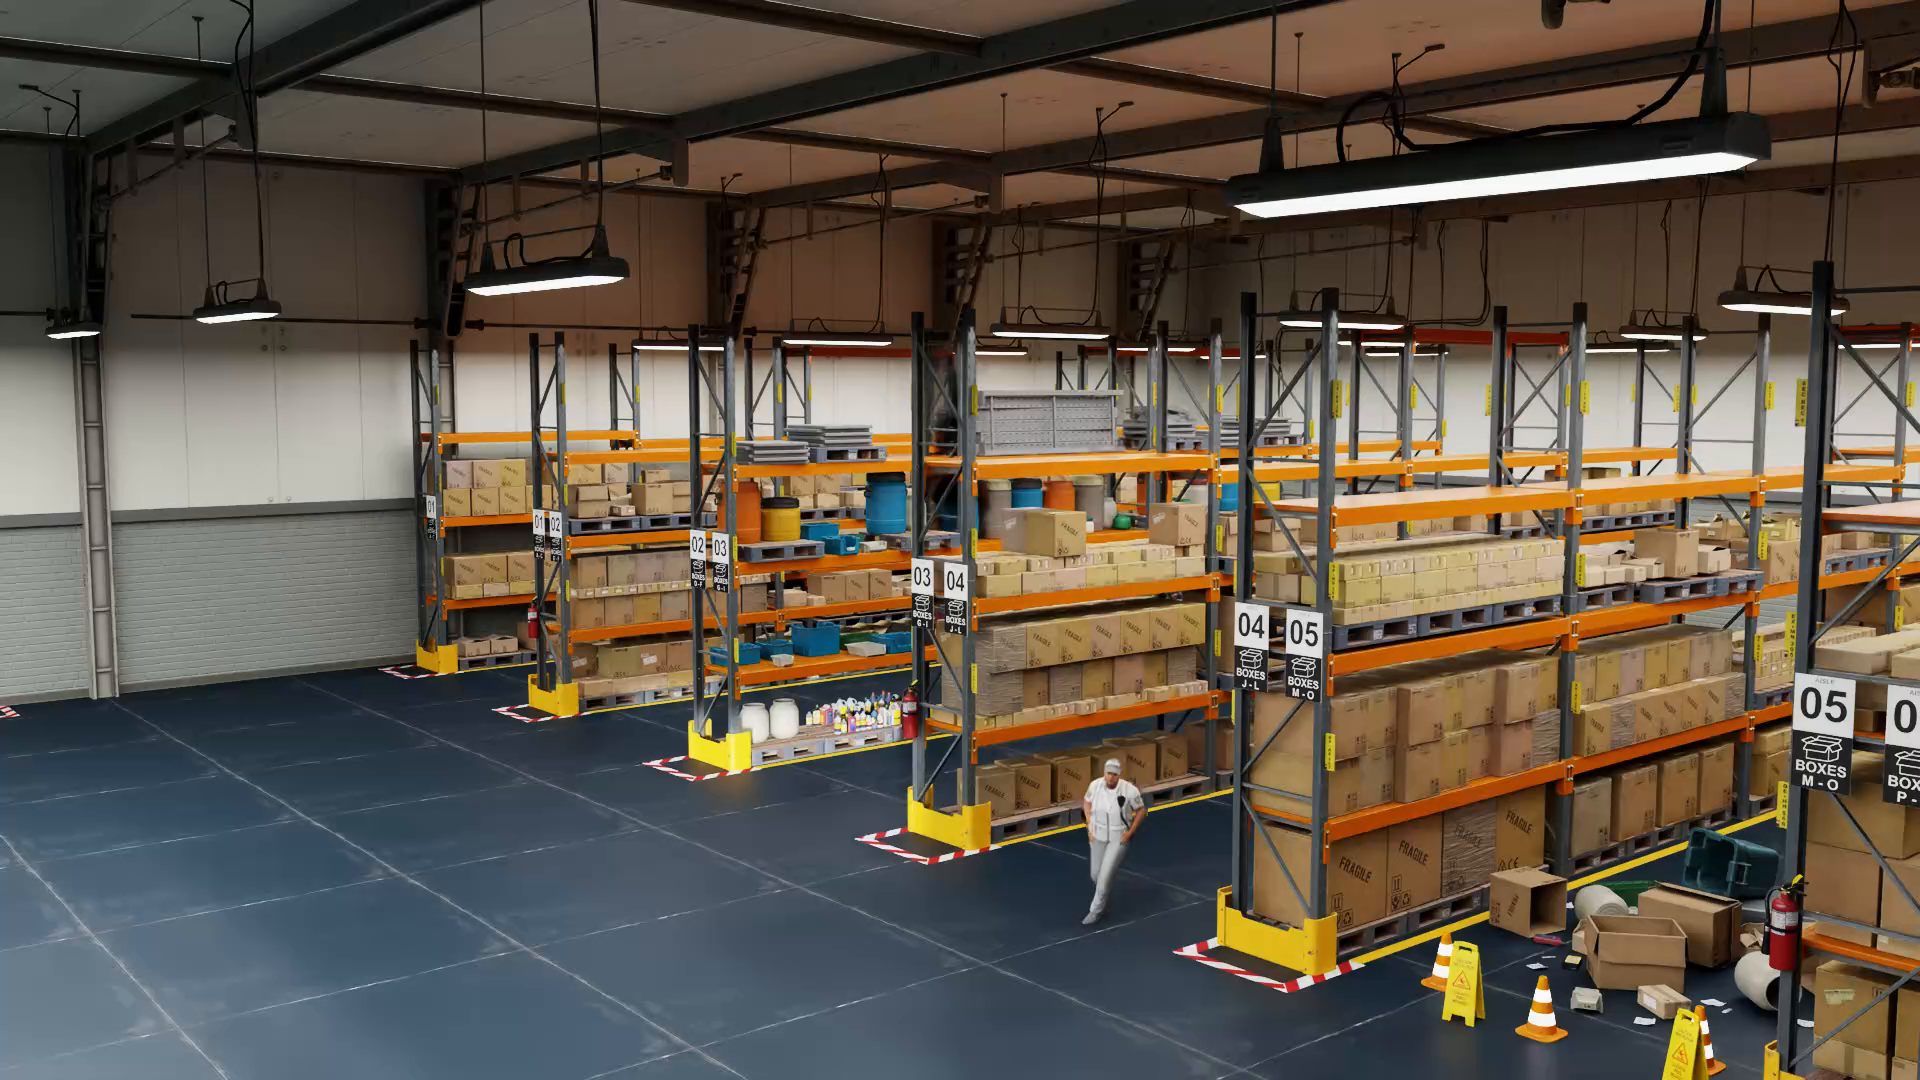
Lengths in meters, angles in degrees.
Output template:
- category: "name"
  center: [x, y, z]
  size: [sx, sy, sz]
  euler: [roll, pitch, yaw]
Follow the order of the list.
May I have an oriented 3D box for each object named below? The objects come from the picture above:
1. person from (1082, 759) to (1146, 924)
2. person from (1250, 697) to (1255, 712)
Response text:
- category: "person"
  center: [1.507, 2.891, 16.219]
  size: [0.618, 1.626, 0.756]
  euler: [1, 5, 13]
- category: "person"
  center: [4.330, 1.907, 24.852]
  size: [0.520, 1.658, 0.612]
  euler: [-4, 7, -38]
